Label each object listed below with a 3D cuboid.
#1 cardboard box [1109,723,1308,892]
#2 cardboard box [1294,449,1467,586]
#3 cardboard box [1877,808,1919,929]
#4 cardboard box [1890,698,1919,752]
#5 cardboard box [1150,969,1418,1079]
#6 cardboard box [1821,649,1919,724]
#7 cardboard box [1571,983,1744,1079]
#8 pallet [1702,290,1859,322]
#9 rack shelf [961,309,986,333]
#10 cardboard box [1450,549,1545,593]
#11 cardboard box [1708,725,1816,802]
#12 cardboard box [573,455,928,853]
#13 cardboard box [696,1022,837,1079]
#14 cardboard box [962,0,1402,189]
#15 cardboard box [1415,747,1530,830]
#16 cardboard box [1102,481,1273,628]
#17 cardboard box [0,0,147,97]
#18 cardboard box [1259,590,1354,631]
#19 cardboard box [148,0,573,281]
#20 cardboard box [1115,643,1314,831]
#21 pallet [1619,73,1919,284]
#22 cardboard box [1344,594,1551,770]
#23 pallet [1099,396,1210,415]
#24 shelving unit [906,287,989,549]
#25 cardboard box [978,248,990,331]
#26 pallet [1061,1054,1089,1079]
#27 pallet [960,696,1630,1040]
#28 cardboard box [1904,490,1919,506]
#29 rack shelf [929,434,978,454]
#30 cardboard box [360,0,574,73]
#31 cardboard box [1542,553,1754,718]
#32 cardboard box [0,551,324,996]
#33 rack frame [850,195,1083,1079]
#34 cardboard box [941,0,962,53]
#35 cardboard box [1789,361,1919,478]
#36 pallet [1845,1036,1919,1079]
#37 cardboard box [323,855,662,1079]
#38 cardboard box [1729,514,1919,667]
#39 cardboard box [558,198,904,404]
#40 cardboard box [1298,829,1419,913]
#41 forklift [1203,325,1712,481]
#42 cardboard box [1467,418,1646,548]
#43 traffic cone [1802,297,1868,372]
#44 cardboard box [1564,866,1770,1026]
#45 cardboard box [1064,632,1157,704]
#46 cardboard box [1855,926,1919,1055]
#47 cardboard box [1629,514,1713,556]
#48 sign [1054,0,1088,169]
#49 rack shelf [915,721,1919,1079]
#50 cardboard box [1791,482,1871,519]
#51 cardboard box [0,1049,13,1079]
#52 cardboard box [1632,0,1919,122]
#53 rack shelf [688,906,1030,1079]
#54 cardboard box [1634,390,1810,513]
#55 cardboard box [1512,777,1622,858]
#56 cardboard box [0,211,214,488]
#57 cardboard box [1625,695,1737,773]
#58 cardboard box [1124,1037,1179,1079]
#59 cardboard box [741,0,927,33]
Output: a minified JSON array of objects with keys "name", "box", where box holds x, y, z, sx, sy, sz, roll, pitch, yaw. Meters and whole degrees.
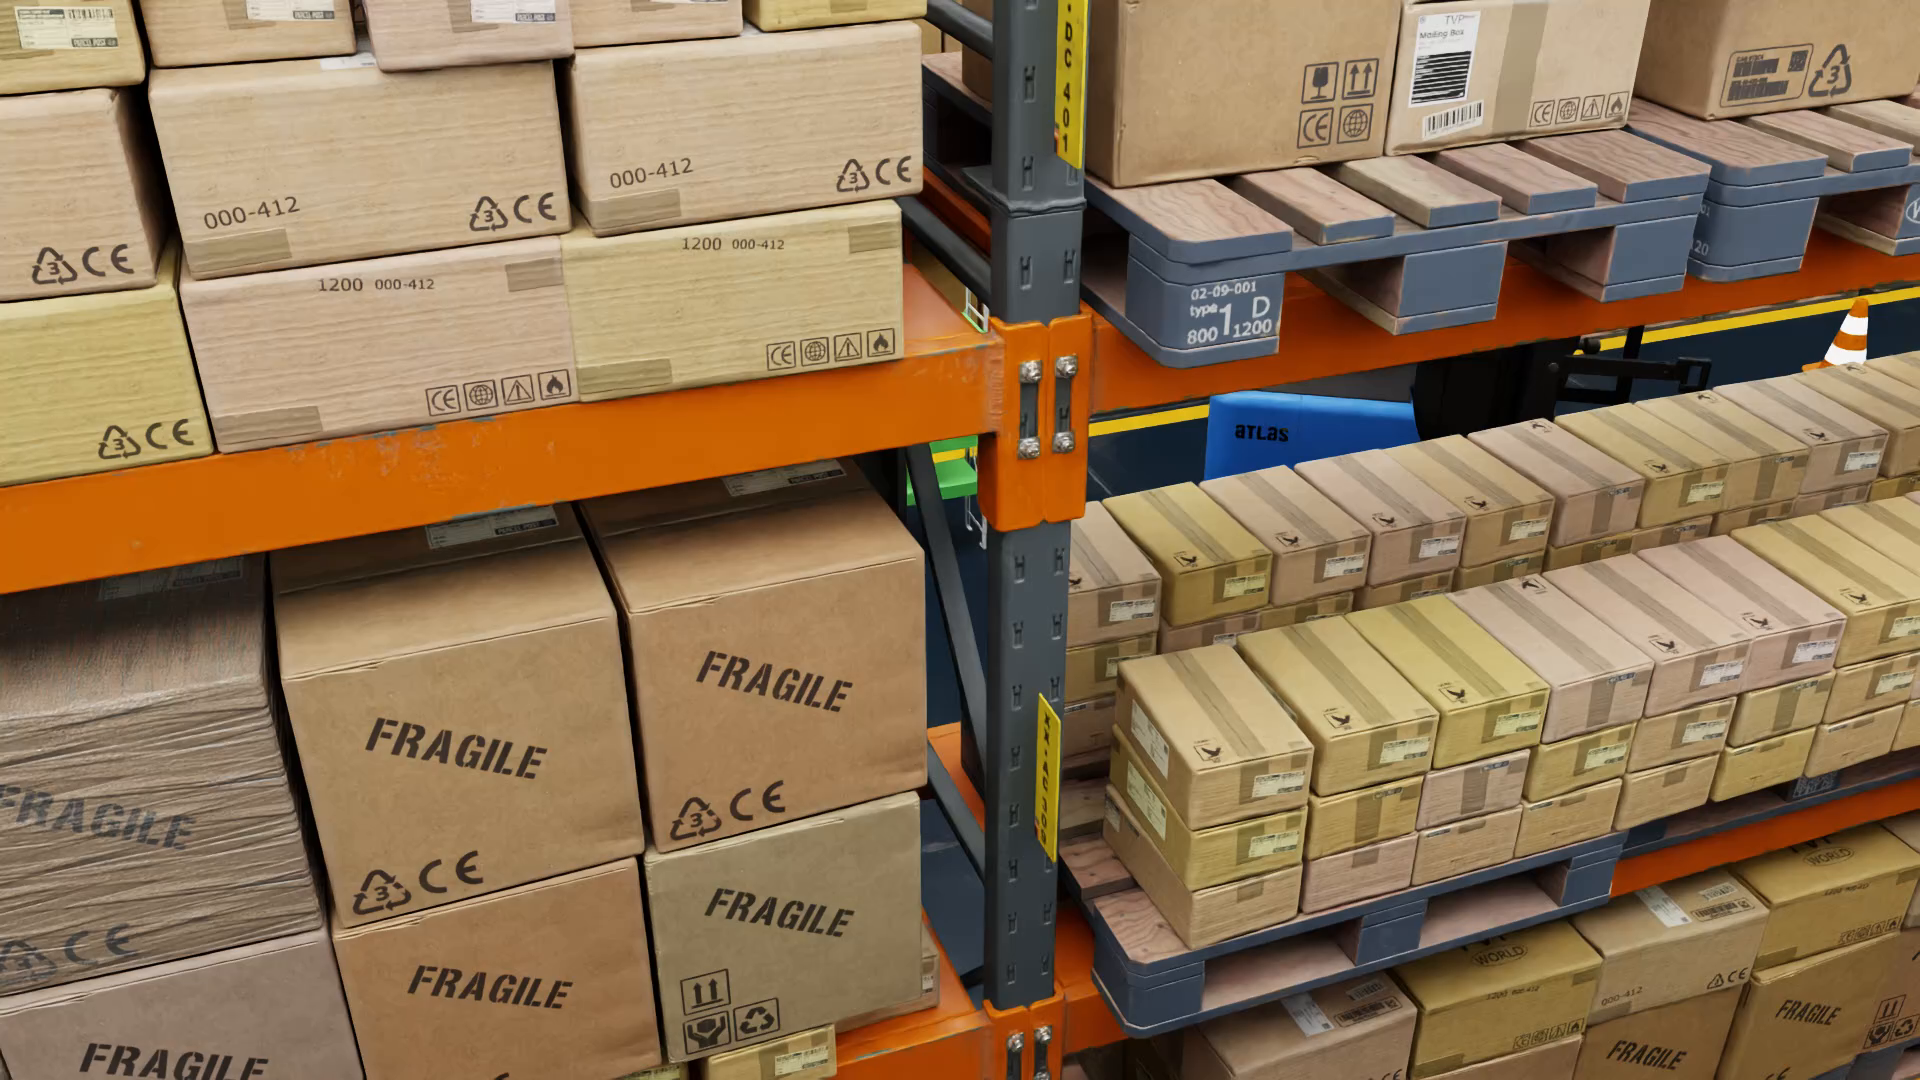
[{"name":"cardboard box","box":[0.493,0.509,3.355,0.250,0.149,0.380,-10,31,-17]},{"name":"cardboard box","box":[1.012,-0.061,4.056,0.250,0.149,0.380,-11,31,-18]},{"name":"cardboard box","box":[2.693,0.785,4.684,0.500,0.250,0.500,-10,31,-17]},{"name":"cardboard box","box":[2.206,0.320,3.988,0.250,0.149,0.380,-9,31,-16]},{"name":"cardboard box","box":[0.748,1.139,4.064,0.500,0.250,0.500,-12,32,-20]},{"name":"cardboard box","box":[1.958,0.238,3.831,0.250,0.149,0.380,-11,31,-19]},{"name":"cardboard box","box":[1.730,1.277,4.580,0.500,0.500,0.500,-10,31,-17]},{"name":"pallet","box":[4.911,-1.747,10.603,1.213,0.211,1.003,-10,31,-18]},{"name":"rack shelf","box":[-0.155,-0.854,7.197,0.480,0.148,0.258,-10,31,-18]},{"name":"cardboard box","box":[1.247,0.022,4.210,0.250,0.149,0.380,-12,32,-20]},{"name":"cardboard box","box":[1.715,0.410,3.829,0.250,0.149,0.380,-11,31,-19]},{"name":"cardboard box","box":[-0.383,0.166,3.017,0.500,0.500,0.500,-12,32,-19]},{"name":"cardboard box","box":[-0.426,0.928,3.344,0.250,0.149,0.380,-11,32,-19]},{"name":"cardboard box","box":[0.357,-0.977,2.880,0.500,0.500,0.700,-10,31,-18]},{"name":"cardboard box","box":[0.977,0.419,3.514,0.250,0.149,0.380,-10,31,-16]},{"name":"cardboard box","box":[0.523,0.028,3.900,0.250,0.149,0.380,-11,32,-19]},{"name":"cardboard box","box":[-1.209,-0.698,2.158,0.250,0.149,0.380,-12,32,-20]},{"name":"cardboard box","box":[0.748,0.116,4.046,0.250,0.149,0.380,-9,31,-15]},{"name":"cardboard box","box":[-0.872,-0.607,2.402,0.500,0.250,0.500,-12,32,-20]},{"name":"cardboard box","box":[0.493,0.380,3.282,0.250,0.149,0.380,-9,31,-15]},{"name":"pallet","box":[1.550,-0.893,3.447,1.003,0.211,1.213,-10,31,-18]},{"name":"cardboard box","box":[0.993,0.286,3.447,0.250,0.149,0.380,-10,31,-17]},{"name":"pallet","box":[1.127,-1.091,9.451,1.213,0.211,1.003,-10,31,-18]},{"name":"shelving unit","box":[-0.155,-0.493,7.403,0.503,1.200,0.258,-10,31,-18]},{"name":"cardboard box","box":[0.378,-1.430,8.952,0.875,0.875,0.875,-10,31,-17]},{"name":"pallet","box":[0.693,1.643,4.653,1.213,0.211,1.003,-10,31,-18]},{"name":"pallet","box":[0.731,0.585,3.887,1.213,0.211,1.003,-10,31,-18]},{"name":"cardboard box","box":[2.454,0.015,3.921,0.250,0.149,0.380,-10,31,-18]},{"name":"rack shelf","box":[-0.155,-0.437,7.434,0.480,0.148,0.258,-10,31,-18]},{"name":"cardboard box","box":[-0.693,-0.769,2.284,0.250,0.149,0.380,-10,31,-18]},{"name":"cardboard box","box":[1.468,0.199,3.598,0.250,0.149,0.380,-11,31,-18]},{"name":"cardboard box","box":[-1.350,0.339,2.713,0.500,0.500,0.500,-10,31,-16]},{"name":"rack frame","box":[-0.036,0.566,3.726,0.127,3.000,1.000,-10,31,-18]},{"name":"cardboard box","box":[0.076,-2.412,7.842,0.500,0.500,0.500,-11,31,-18]},{"name":"cardboard box","box":[2.481,-0.333,4.533,0.250,0.149,0.380,-12,32,-20]},{"name":"pallet","box":[2.980,1.222,5.393,1.213,0.211,1.003,-10,31,-18]},{"name":"cardboard box","box":[-0.878,0.697,3.095,0.500,0.500,0.500,-11,32,-19]},{"name":"cardboard box","box":[1.956,0.108,3.759,0.250,0.149,0.380,-9,31,-16]},{"name":"cardboard box","box":[-0.402,-0.462,2.652,0.500,0.250,0.500,-10,31,-16]},{"name":"cardboard box","box":[0.751,0.588,3.518,0.250,0.149,0.380,-10,31,-17]},{"name":"forklift","box":[2.564,-1.032,6.600,3.031,2.935,1.130,5,30,9]},{"name":"cardboard box","box":[1.494,-0.150,4.212,0.250,0.149,0.380,-12,32,-20]},{"name":"traffic cone","box":[4.967,-1.128,9.262,0.334,0.463,0.336,-10,31,-18]},{"name":"cardboard box","box":[1.726,0.960,4.378,0.500,0.250,0.500,-9,31,-16]},{"name":"cardboard box","box":[0.268,0.203,3.892,0.250,0.149,0.380,-9,31,-16]},{"name":"cardboard box","box":[2.699,1.102,4.886,0.500,0.500,0.500,-9,31,-16]},{"name":"cardboard box","box":[1.731,-0.065,4.363,0.250,0.149,0.380,-9,31,-16]},{"name":"sign","box":[0.160,-0.711,2.416,0.005,0.325,0.100,-10,31,-18]},{"name":"rack shelf","box":[1.838,0.534,4.510,4.000,0.370,1.077,-10,31,-18]},{"name":"cardboard box","box":[2.217,-0.155,4.521,0.250,0.149,0.380,-10,31,-18]},{"name":"cardboard box","box":[-1.836,0.861,2.807,0.500,0.500,0.500,-11,32,-19]},{"name":"cardboard box","box":[1.457,-1.170,3.215,0.637,0.503,0.797,-11,31,-18]},{"name":"rack shelf","box":[-1.911,1.224,3.298,4.000,0.370,1.077,-10,31,-18]},{"name":"cardboard box","box":[1.981,-0.239,4.367,0.250,0.149,0.380,-9,31,-16]},{"name":"cardboard box","box":[1.222,0.504,3.666,0.250,0.149,0.380,-10,31,-17]},{"name":"cardboard box","box":[-1.350,-0.293,2.356,0.500,0.250,0.500,-11,31,-18]},{"name":"cardboard box","box":[1.473,0.326,3.677,0.250,0.149,0.380,-9,31,-16]},{"name":"cardboard box","box":[0.749,1.465,4.249,0.500,0.500,0.500,-9,31,-16]},{"name":"cardboard box","box":[-0.234,-0.881,2.480,0.250,0.149,0.380,-12,32,-20]}]
